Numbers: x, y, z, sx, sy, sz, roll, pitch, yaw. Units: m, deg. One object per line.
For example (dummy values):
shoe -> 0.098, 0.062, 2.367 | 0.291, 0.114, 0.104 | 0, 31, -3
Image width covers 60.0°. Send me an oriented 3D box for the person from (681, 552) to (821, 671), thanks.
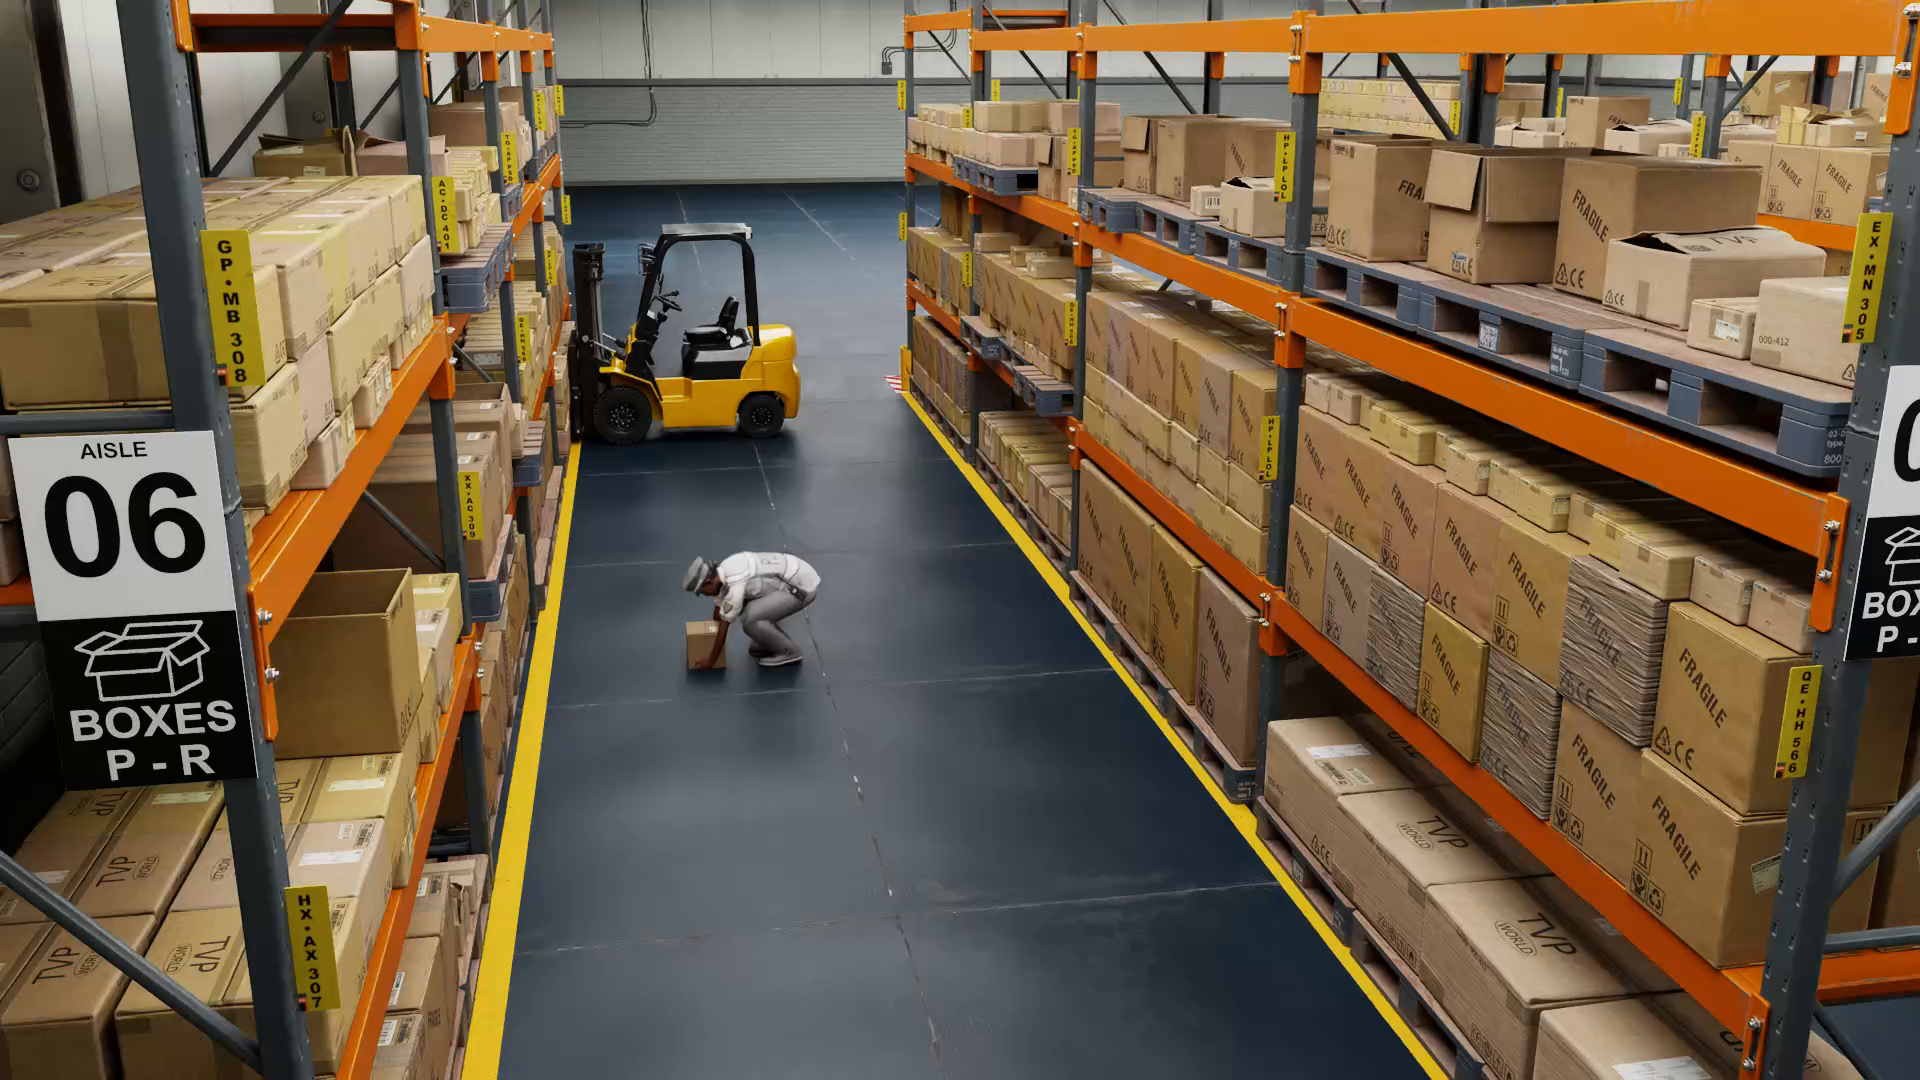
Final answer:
person -> -1.393, 0.458, 11.127 | 0.926, 0.765, 0.449 | -4, 17, -12
